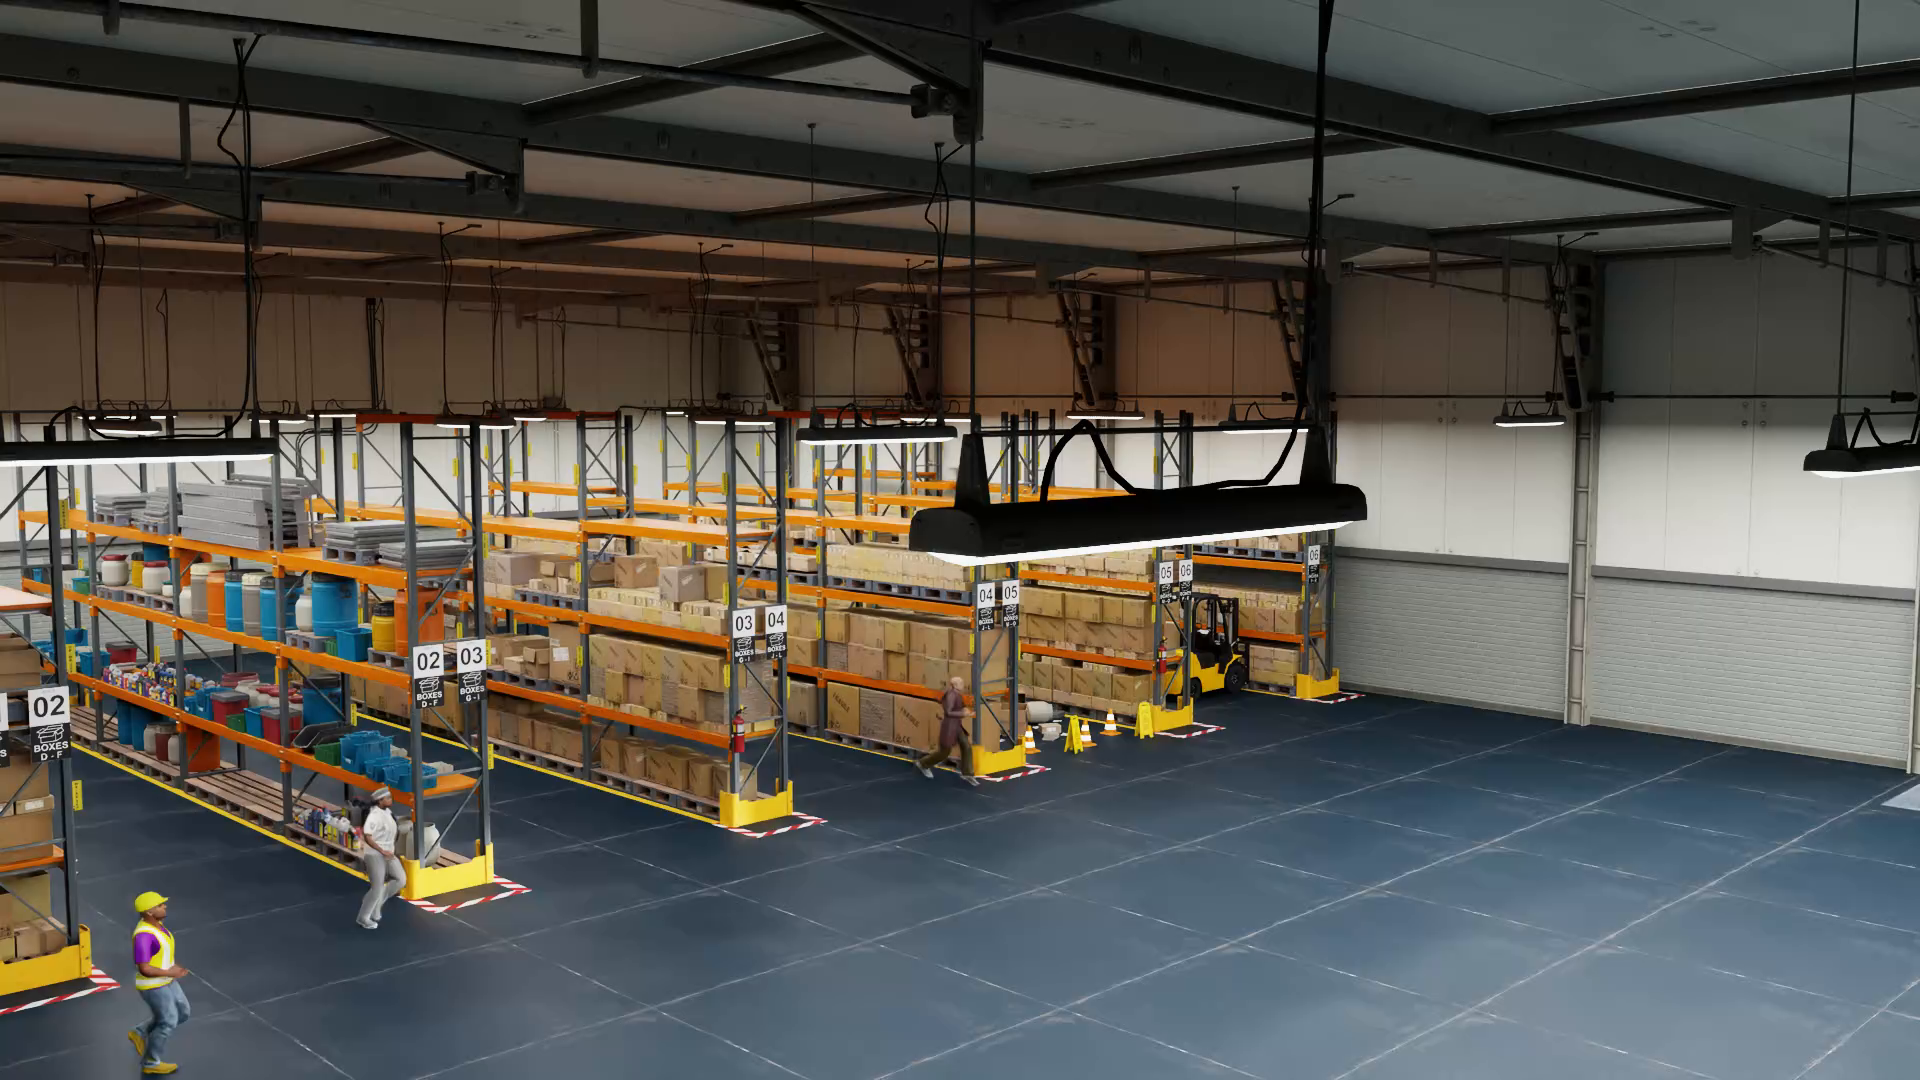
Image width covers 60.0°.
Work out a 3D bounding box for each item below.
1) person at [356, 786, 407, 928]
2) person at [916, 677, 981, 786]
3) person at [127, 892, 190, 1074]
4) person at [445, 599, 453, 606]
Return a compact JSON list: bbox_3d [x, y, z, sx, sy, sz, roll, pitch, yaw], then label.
[{"bbox_3d":[-6.925,3.781,20.003,0.539,1.642,0.633,1,5,10],"label":"person"},{"bbox_3d":[-0.192,3.114,27.095,1.090,1.801,0.723,1,5,13],"label":"person"},{"bbox_3d":[-7.493,4.126,15.523,0.583,1.723,0.683,-2,5,-18],"label":"person"},{"bbox_3d":[-11.771,2.194,38.191,0.707,1.686,0.755,-1,5,-13],"label":"person"}]
